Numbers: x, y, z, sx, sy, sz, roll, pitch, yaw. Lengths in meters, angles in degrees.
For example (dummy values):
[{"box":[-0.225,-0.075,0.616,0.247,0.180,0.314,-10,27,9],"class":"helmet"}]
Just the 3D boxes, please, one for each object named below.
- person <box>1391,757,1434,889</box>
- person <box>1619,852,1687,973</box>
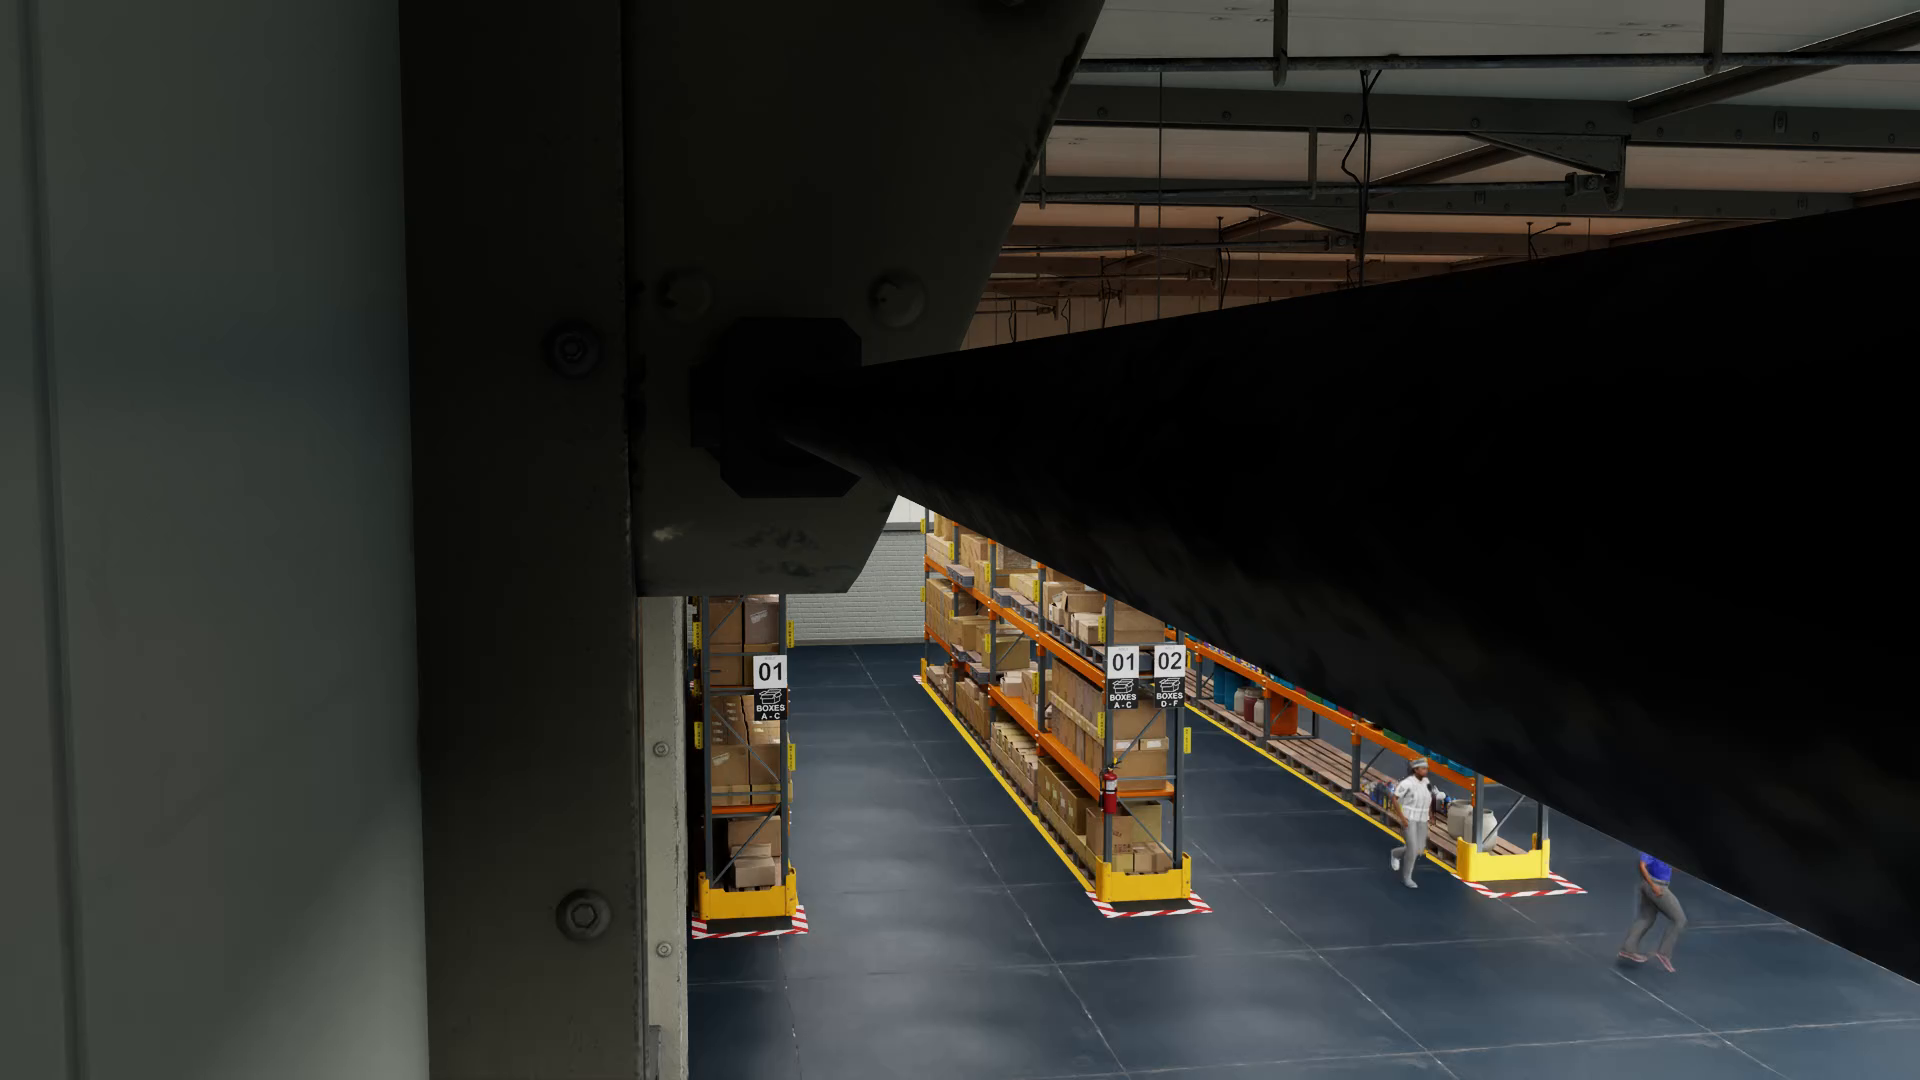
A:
[{"box":[5.873,3.626,21.579,0.615,1.651,0.614,-2,6,-25],"class":"person"},{"box":[7.672,3.910,18.294,0.724,1.687,0.541,1,5,7],"class":"person"}]
